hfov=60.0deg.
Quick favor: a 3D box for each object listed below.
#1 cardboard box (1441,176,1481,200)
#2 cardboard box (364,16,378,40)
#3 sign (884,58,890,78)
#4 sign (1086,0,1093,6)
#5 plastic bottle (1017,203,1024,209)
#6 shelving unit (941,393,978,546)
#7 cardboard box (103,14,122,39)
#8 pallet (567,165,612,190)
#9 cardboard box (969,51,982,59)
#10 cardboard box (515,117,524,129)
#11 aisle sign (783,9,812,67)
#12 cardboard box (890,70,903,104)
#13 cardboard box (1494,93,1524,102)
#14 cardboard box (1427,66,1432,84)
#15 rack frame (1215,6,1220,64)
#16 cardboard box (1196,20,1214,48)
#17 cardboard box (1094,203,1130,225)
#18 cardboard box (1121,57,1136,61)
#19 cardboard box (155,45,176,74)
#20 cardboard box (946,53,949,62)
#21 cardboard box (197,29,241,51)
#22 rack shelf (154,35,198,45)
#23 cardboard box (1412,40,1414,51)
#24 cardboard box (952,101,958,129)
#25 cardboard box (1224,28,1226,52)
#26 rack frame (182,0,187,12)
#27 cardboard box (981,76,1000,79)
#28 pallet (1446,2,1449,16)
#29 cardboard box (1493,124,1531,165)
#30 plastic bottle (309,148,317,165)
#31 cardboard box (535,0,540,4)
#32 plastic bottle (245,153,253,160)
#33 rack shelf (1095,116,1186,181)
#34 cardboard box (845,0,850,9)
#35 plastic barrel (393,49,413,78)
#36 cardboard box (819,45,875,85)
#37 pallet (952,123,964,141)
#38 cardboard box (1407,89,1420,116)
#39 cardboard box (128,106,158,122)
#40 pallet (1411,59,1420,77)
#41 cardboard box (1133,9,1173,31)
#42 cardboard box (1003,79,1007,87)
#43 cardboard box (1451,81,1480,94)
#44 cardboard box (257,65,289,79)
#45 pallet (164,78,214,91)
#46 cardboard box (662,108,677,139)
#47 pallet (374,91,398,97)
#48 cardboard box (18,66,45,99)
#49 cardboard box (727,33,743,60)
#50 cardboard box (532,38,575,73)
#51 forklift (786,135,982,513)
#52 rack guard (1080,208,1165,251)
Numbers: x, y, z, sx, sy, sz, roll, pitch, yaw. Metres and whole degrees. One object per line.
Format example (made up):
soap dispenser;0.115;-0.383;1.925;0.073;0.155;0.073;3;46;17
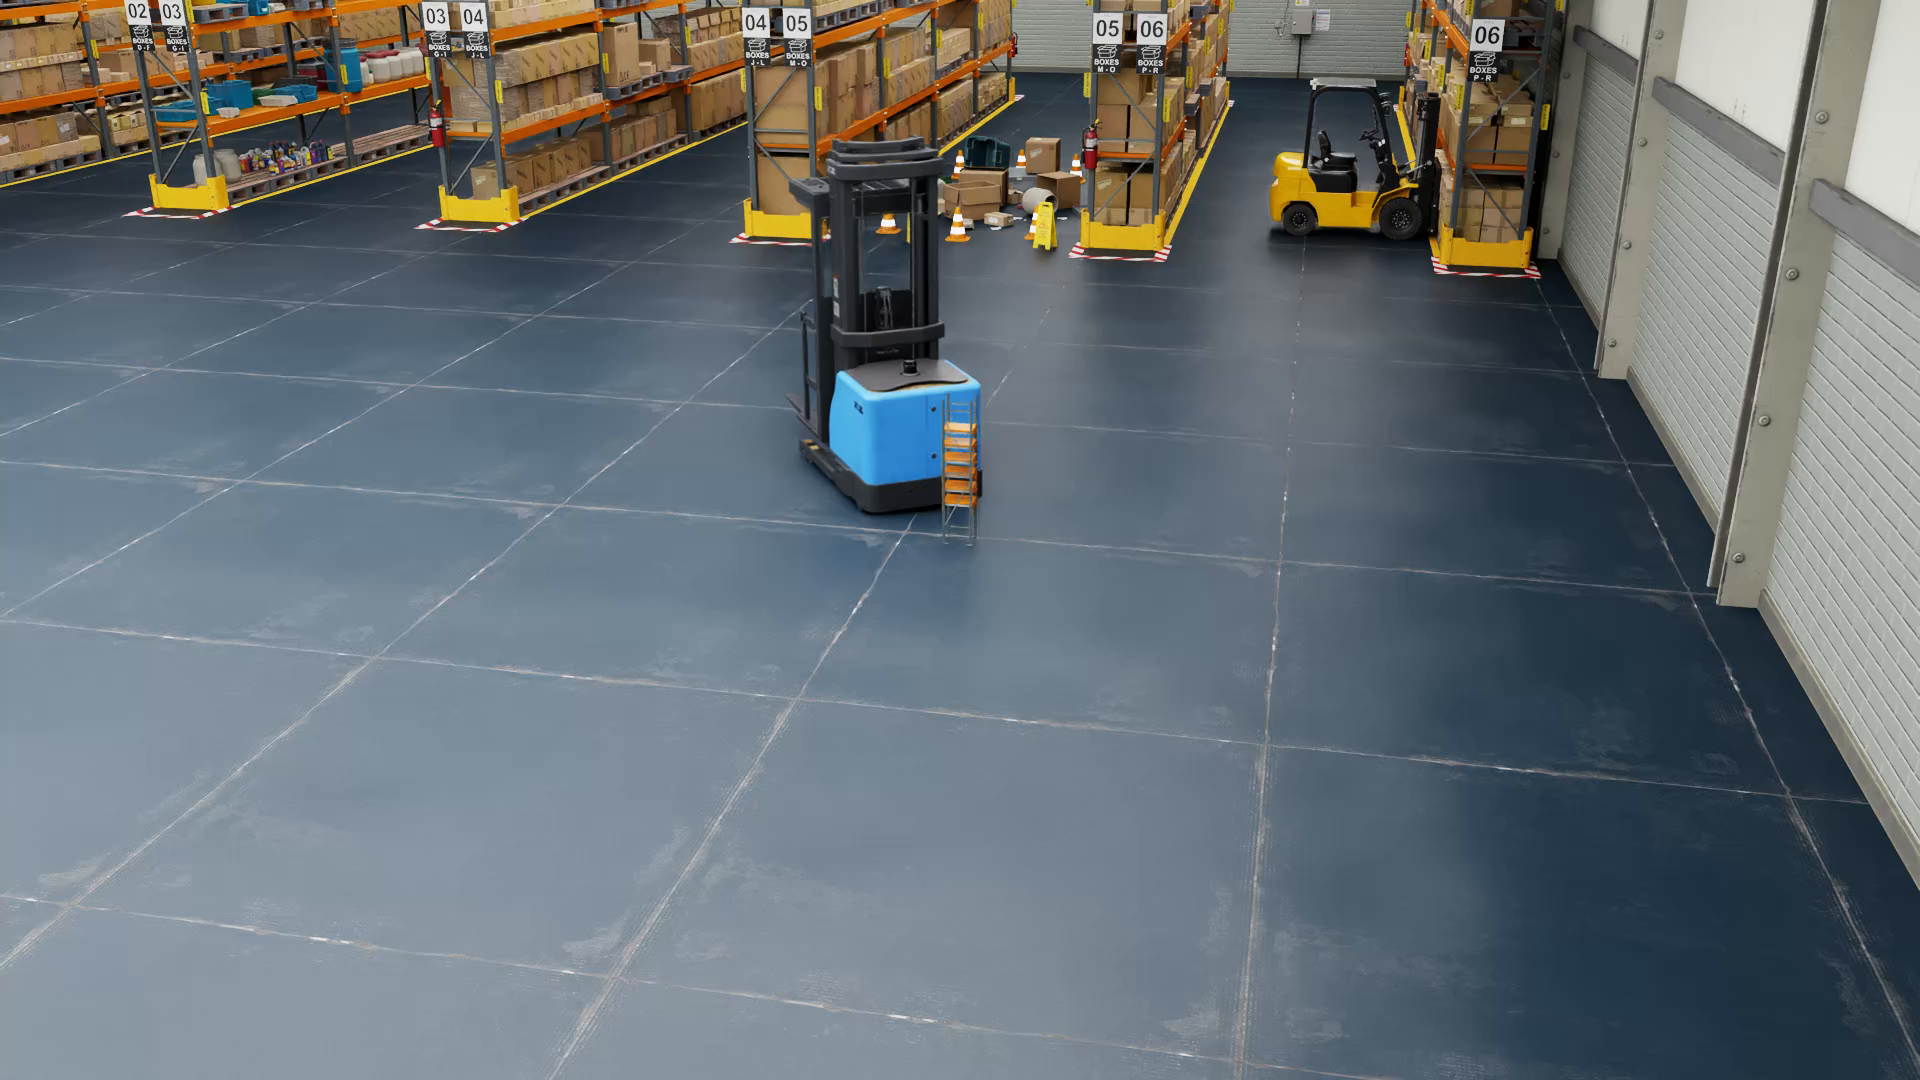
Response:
cardboard box;7.049;-4.942;23.389;0.500;0.250;0.500;5;22;12
cardboard box;-14.072;-12.039;39.098;0.500;0.500;0.500;4;22;11
sign;-1.205;-7.756;27.332;0.100;0.325;0.005;4;22;11
sign;1.763;-7.408;22.532;0.100;0.325;0.005;4;22;11
plastic bottle;1.019;-5.327;26.499;0.133;0.061;0.283;8;23;20
shelving unit;-0.003;-0.551;13.116;0.258;1.200;0.189;4;22;11
cardboard box;-19.440;-11.651;37.710;0.500;0.500;0.500;5;22;11
pallet;-6.686;-6.233;28.547;1.003;0.211;1.213;4;22;11
cardboard box;0.262;-10.247;35.119;0.380;0.149;0.250;5;23;13
cardboard box;-6.973;-6.462;25.719;0.380;0.149;0.250;4;22;11
aisle sign;-2.285;-7.054;23.373;0.394;0.787;0.004;4;22;11
cardboard box;-1.275;-7.762;28.479;0.500;0.500;0.500;5;22;11
cardboard box;7.660;-6.150;23.207;0.380;0.149;0.250;5;23;13
cardboard box;8.440;-8.126;29.046;0.500;0.250;0.500;4;22;11
rack frame;4.751;-9.945;34.032;1.000;3.000;0.127;4;22;11
cardboard box;4.593;-9.708;31.972;0.500;0.500;0.500;5;22;12
cardboard box;2.208;-4.801;24.377;0.500;0.250;0.500;4;22;11
cardboard box;2.306;-6.787;24.320;0.700;0.500;0.500;4;22;10
cardboard box;-15.791;-9.426;32.608;0.500;0.500;0.500;3;22;8
cardboard box;-0.428;-9.442;32.557;0.380;0.149;0.250;5;23;13
cardboard box;-15.446;-10.474;34.650;0.700;0.500;0.500;-3;22;-7
rack shelf;-19.090;-12.231;40.671;1.077;0.370;4.000;4;22;11
cardboard box;9.784;-10.395;34.952;0.500;0.250;0.500;4;22;10
cardboard box;-0.339;-8.469;33.151;0.500;0.500;0.500;4;22;10
cardboard box;5.515;-10.886;36.235;0.500;0.500;0.500;5;22;12
rack frame;-12.248;-9.472;24.827;1.000;3.000;0.127;4;22;11
cardboard box;0.689;-10.402;37.624;0.380;0.149;0.250;4;22;9
pallet;8.518;-8.745;27.289;1.003;0.211;1.213;6;23;13
cardboard box;7.535;-5.386;22.577;0.500;0.500;0.500;5;23;13
plastic bottle;-11.313;-6.706;29.036;0.061;0.283;0.133;6;23;14
cardboard box;-6.813;-8.469;26.020;0.380;0.149;0.250;4;22;10
plastic bottle;-12.196;-6.476;28.475;0.152;0.276;0.135;4;22;9
rack shelf;2.710;-5.954;25.085;1.077;0.370;4.000;4;22;11
cardboard box;-1.872;-8.068;24.997;0.380;0.149;0.250;5;22;11
plastic barrel;-10.703;-9.120;31.835;0.421;0.512;0.421;0;22;0
cardboard box;-1.856;-7.588;26.532;0.875;0.550;0.550;4;22;11
pallet;-0.520;-8.260;33.579;1.003;0.211;1.213;4;22;11
cardboard box;9.785;-9.160;34.867;0.700;0.500;0.500;4;22;9
cardboard box;-15.741;-8.215;32.104;0.500;0.311;0.500;4;22;9
pallet;9.341;-9.195;32.426;1.003;0.211;1.213;4;22;11
cardboard box;2.665;-7.180;22.953;0.500;0.250;0.500;4;22;10
cardboard box;0.872;-10.544;38.374;0.380;0.149;0.250;4;22;9
cardboard box;7.435;-6.654;24.459;0.380;0.149;0.250;4;22;10
cardboard box;-15.189;-10.325;36.729;0.500;0.250;0.500;5;22;11
pallet;-19.020;-11.259;41.028;1.003;0.211;1.213;4;22;11
cardboard box;-5.884;-8.036;32.048;0.700;0.500;0.500;3;22;8
pallet;-14.260;-10.862;40.041;1.003;0.211;1.213;4;22;11
cardboard box;-16.572;-8.038;29.163;0.700;0.500;0.500;5;22;12
cardboard box;-4.887;-10.375;34.964;0.500;0.500;0.500;5;23;13
cardboard box;-6.610;-7.872;27.013;0.500;0.500;0.500;4;22;11
forklift;-0.829;-2.103;14.652;1.130;2.935;3.031;-9;23;-20
rack guard;2.317;-4.425;23.671;1.175;0.500;0.348;4;22;11
